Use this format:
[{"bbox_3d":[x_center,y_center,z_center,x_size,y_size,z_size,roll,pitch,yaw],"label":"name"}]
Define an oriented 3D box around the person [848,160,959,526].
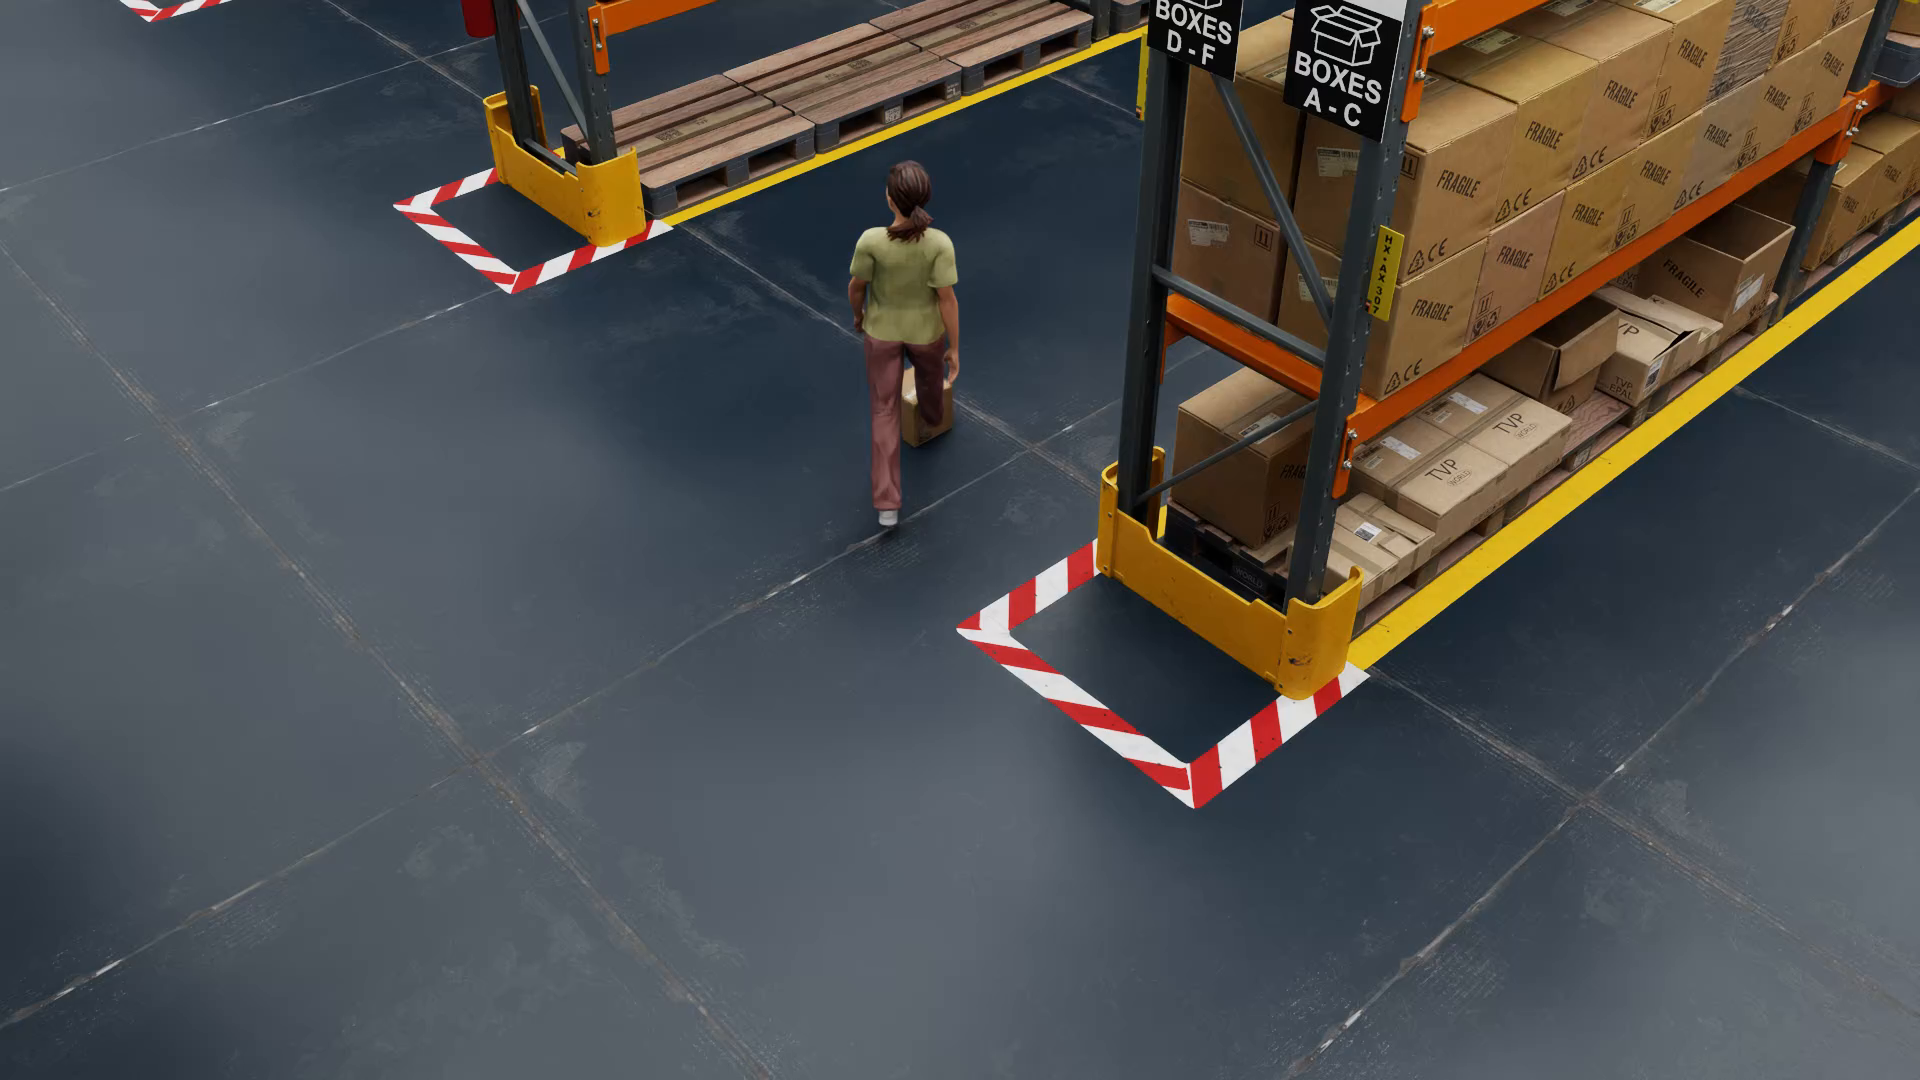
[{"bbox_3d":[-0.250,-0.975,7.338,0.468,1.611,1.015,-2,40,-2],"label":"person"}]
